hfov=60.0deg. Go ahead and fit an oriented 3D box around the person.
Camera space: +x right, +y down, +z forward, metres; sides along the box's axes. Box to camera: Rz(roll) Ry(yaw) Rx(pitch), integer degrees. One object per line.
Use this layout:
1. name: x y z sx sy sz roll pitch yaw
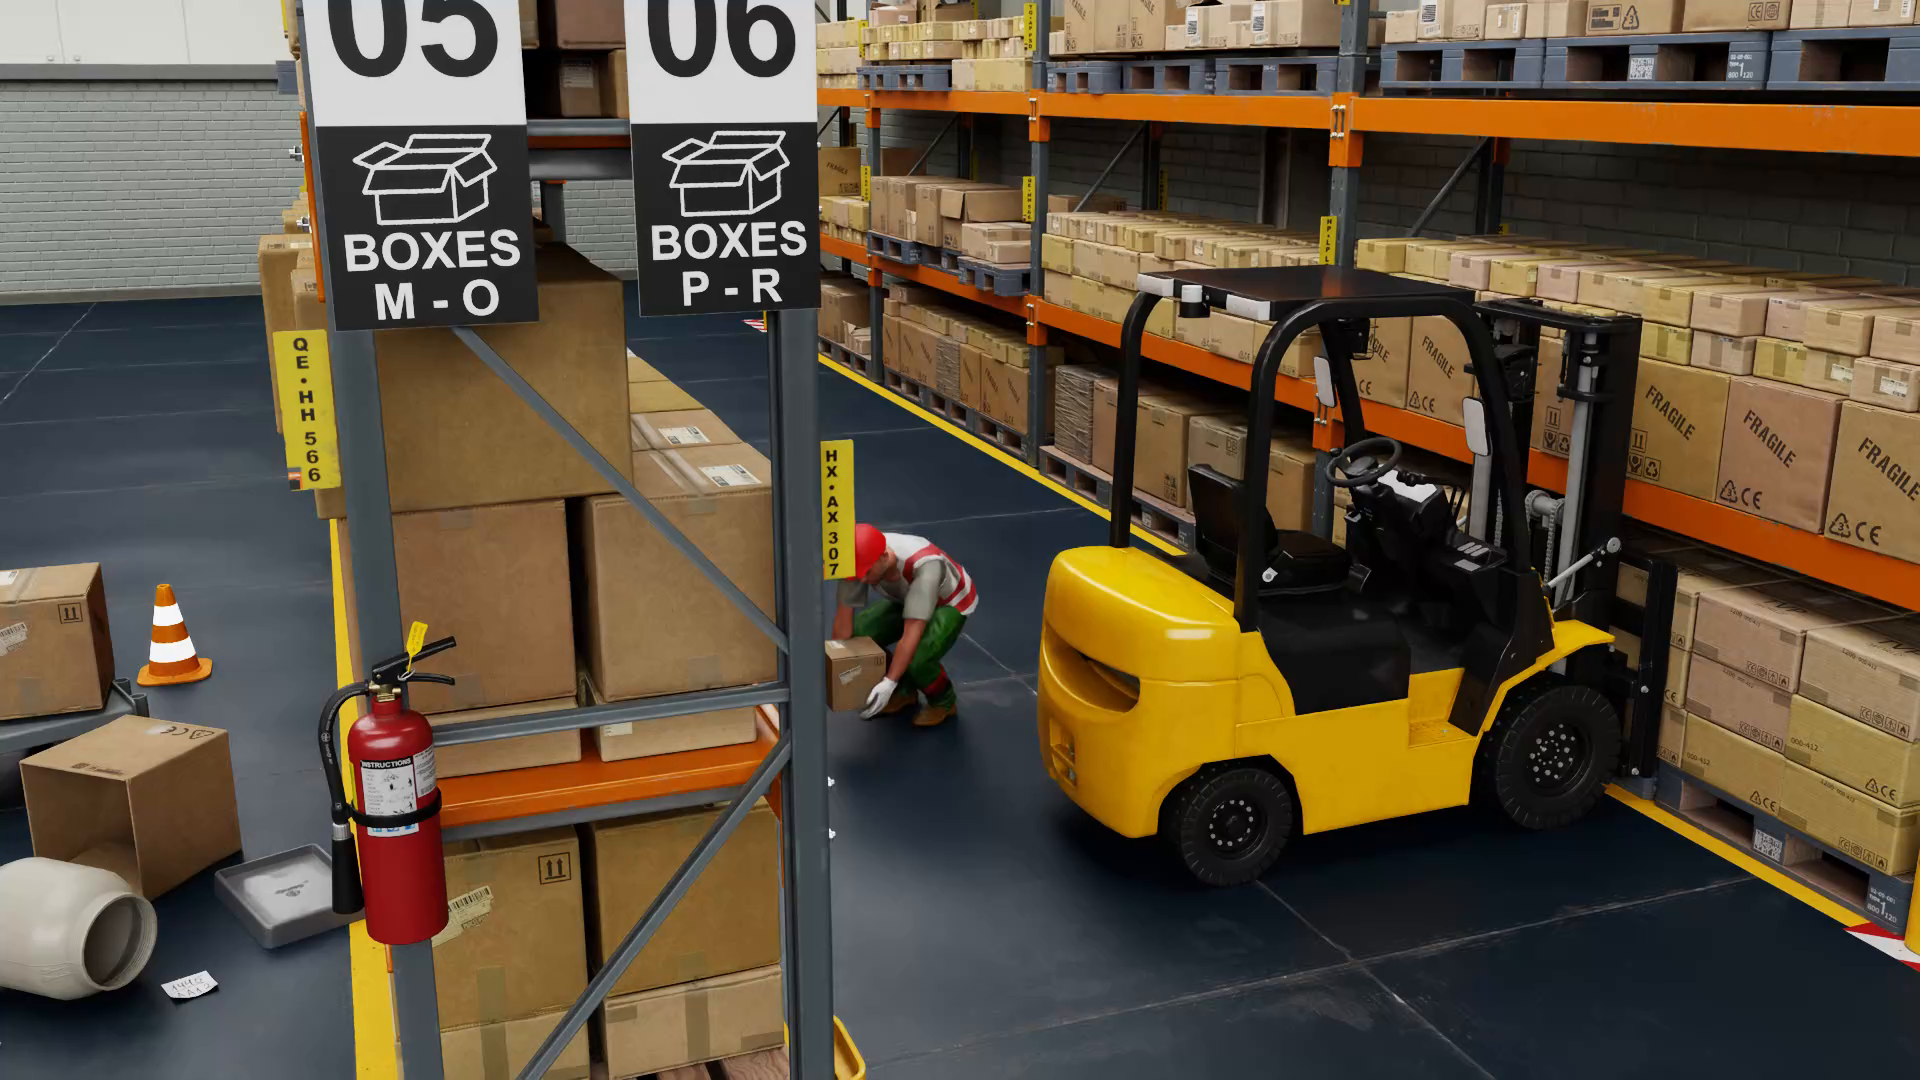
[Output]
1. person: -0.265 0.359 7.622 0.575 1.026 0.877 13 20 38
